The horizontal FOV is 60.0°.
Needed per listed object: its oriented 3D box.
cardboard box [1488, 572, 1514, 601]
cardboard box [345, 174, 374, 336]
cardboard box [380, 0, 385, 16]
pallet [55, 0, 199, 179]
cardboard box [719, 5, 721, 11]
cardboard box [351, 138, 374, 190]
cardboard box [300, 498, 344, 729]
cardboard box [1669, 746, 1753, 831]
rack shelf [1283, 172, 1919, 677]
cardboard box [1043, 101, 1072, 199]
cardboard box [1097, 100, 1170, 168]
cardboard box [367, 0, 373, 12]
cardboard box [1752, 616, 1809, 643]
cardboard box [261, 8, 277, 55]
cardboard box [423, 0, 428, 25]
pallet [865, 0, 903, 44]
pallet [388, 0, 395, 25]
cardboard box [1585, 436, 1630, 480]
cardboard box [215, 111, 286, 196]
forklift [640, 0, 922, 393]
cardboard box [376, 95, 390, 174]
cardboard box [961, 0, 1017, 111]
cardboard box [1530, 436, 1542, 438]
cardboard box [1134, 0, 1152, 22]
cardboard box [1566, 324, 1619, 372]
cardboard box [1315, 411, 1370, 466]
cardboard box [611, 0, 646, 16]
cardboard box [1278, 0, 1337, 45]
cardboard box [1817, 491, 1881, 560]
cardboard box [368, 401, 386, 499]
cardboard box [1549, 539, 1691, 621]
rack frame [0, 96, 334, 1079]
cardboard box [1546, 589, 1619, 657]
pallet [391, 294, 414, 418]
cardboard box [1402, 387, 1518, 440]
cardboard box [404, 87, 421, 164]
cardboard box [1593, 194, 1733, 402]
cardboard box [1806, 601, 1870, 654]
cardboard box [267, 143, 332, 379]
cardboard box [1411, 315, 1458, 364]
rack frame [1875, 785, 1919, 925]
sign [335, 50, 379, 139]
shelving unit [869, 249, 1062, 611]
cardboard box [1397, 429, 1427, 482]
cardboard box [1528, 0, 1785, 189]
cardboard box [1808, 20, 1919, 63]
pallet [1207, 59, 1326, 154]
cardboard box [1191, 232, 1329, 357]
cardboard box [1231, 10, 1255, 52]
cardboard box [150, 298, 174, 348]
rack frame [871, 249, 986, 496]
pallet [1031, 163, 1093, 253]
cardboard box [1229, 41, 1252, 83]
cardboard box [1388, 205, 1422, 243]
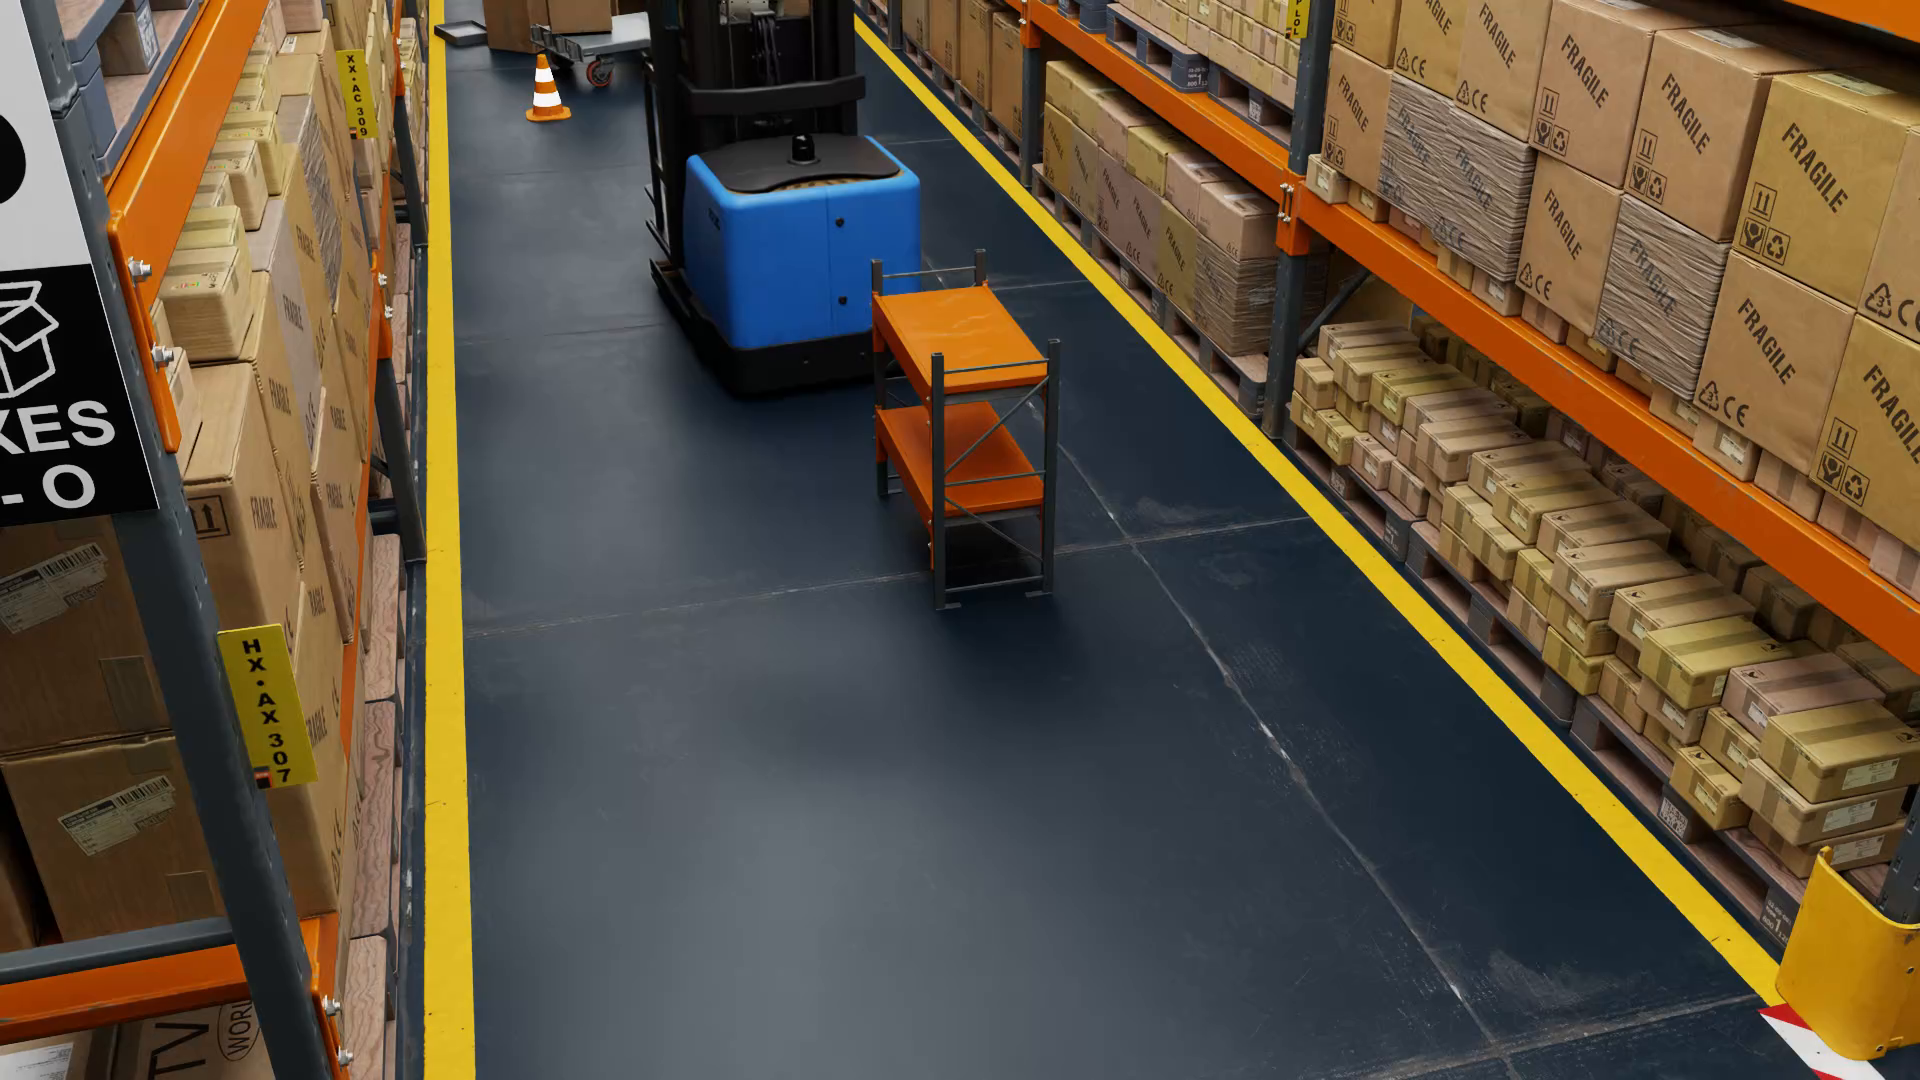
[{"bbox_3d":[2.291,0.136,6.448,0.380,0.149,0.250,-7,31,-12],"label":"cardboard box"},{"bbox_3d":[-2.399,-1.019,5.916,0.500,0.500,0.500,-8,31,-13],"label":"cardboard box"},{"bbox_3d":[-3.457,-3.049,9.174,0.500,0.250,0.500,-8,31,-13],"label":"cardboard box"},{"bbox_3d":[-1.914,-0.851,2.819,1.003,0.211,1.213,-8,31,-13],"label":"pallet"},{"bbox_3d":[-2.378,-5.139,15.863,0.396,0.266,0.258,-3,30,-5],"label":"cardboard box"},{"bbox_3d":[-2.614,-1.567,6.614,0.500,0.250,0.500,-9,31,-15],"label":"cardboard box"},{"bbox_3d":[-1.719,0.212,3.789,0.500,0.500,0.500,-8,31,-14],"label":"cardboard box"},{"bbox_3d":[2.532,0.774,5.345,0.380,0.149,0.250,-7,31,-12],"label":"cardboard box"},{"bbox_3d":[2.508,-0.595,6.003,1.077,0.370,4.000,-8,31,-13],"label":"rack shelf"},{"bbox_3d":[0.857,-2.529,10.701,0.500,0.500,0.500,-9,31,-15],"label":"cardboard box"},{"bbox_3d":[1.119,-2.378,9.692,0.500,0.250,0.500,-8,31,-13],"label":"cardboard box"},{"bbox_3d":[-3.171,-2.871,8.118,0.500,0.500,0.500,-8,31,-13],"label":"cardboard box"},{"bbox_3d":[3.015,0.311,5.848,0.380,0.149,0.250,-7,31,-12],"label":"cardboard box"},{"bbox_3d":[-2.358,-1.553,5.193,0.380,0.149,0.250,-8,31,-13],"label":"cardboard box"},{"bbox_3d":[-4.941,-4.598,14.526,0.500,0.250,0.500,-6,31,-10],"label":"cardboard box"},{"bbox_3d":[-0.273,-4.907,15.518,1.003,0.211,1.213,-8,31,-13],"label":"pallet"},{"bbox_3d":[-4.122,-3.345,10.226,1.213,0.211,1.003,-8,31,-13],"label":"pallet"},{"bbox_3d":[2.739,-0.321,6.643,0.380,0.149,0.250,-9,31,-15],"label":"cardboard box"},{"bbox_3d":[-1.905,-0.953,4.158,0.380,0.149,0.250,-9,31,-14],"label":"cardboard box"},{"bbox_3d":[-1.182,-2.733,9.046,1.130,2.935,3.031,-11,32,-18],"label":"forklift"},{"bbox_3d":[-2.890,-1.848,7.598,0.500,0.250,0.500,-8,31,-14],"label":"cardboard box"},{"bbox_3d":[0.605,-3.741,12.545,1.050,0.750,0.750,-7,31,-13],"label":"cardboard box"},{"bbox_3d":[2.511,-0.449,7.162,0.380,0.149,0.250,-8,31,-13],"label":"cardboard box"},{"bbox_3d":[1.193,-2.995,9.261,0.380,0.149,0.250,-7,31,-13],"label":"cardboard box"},{"bbox_3d":[2.337,-0.712,5.736,0.380,0.149,0.250,-7,31,-12],"label":"cardboard box"},{"bbox_3d":[1.834,-0.474,7.500,0.380,0.149,0.250,-7,31,-12],"label":"cardboard box"},{"bbox_3d":[-2.790,-4.978,15.212,0.797,0.637,0.503,-8,31,-13],"label":"cardboard box"},{"bbox_3d":[1.682,-2.371,7.590,0.380,0.149,0.250,-6,31,-11],"label":"cardboard box"},{"bbox_3d":[2.650,-0.077,4.640,0.380,0.149,0.250,-8,31,-13],"label":"cardboard box"},{"bbox_3d":[-3.010,-0.717,7.196,0.875,0.875,0.875,-7,31,-12],"label":"cardboard box"},{"bbox_3d":[2.319,0.139,5.849,0.380,0.149,0.250,-7,31,-11],"label":"cardboard box"},{"bbox_3d":[-1.707,0.766,2.932,1.000,3.000,0.127,-8,31,-13],"label":"rack frame"},{"bbox_3d":[2.334,0.266,5.925,0.380,0.149,0.250,-7,31,-13],"label":"cardboard box"},{"bbox_3d":[-3.373,-0.912,8.615,1.003,0.211,1.213,-8,31,-13],"label":"pallet"},{"bbox_3d":[2.091,-0.505,6.961,0.380,0.149,0.250,-9,31,-15],"label":"cardboard box"},{"bbox_3d":[-4.174,-2.772,11.248,0.950,0.372,0.625,-8,31,-14],"label":"cardboard box"},{"bbox_3d":[2.396,-0.789,5.222,0.500,0.500,0.500,-8,31,-13],"label":"cardboard box"},{"bbox_3d":[3.095,0.300,5.571,0.380,0.149,0.250,-8,31,-13],"label":"cardboard box"},{"bbox_3d":[-1.981,-0.717,4.396,0.500,0.500,0.500,-8,31,-13],"label":"cardboard box"},{"bbox_3d":[2.322,-0.941,7.714,0.380,0.149,0.250,-7,31,-12],"label":"cardboard box"},{"bbox_3d":[3.039,0.059,4.153,1.000,3.000,0.127,-8,31,-13],"label":"rack frame"},{"bbox_3d":[-2.234,-1.649,6.162,0.100,0.325,0.005,-8,31,-13],"label":"sign"},{"bbox_3d":[0.002,-0.484,6.963,0.538,1.125,1.048,-8,31,-13],"label":"shelving unit"},{"bbox_3d":[2.087,-0.378,7.038,0.380,0.149,0.250,-9,31,-16],"label":"cardboard box"},{"bbox_3d":[2.253,-1.483,5.423,0.500,0.500,0.500,-9,31,-15],"label":"cardboard box"},{"bbox_3d":[2.919,-1.295,5.098,0.500,0.500,0.500,-9,31,-14],"label":"cardboard box"},{"bbox_3d":[1.914,-2.178,8.210,1.003,0.211,1.213,-8,31,-13],"label":"pallet"},{"bbox_3d":[1.538,-1.297,8.572,0.500,0.500,0.500,-8,31,-14],"label":"cardboard box"},{"bbox_3d":[1.547,-2.488,8.088,0.380,0.149,0.250,-7,31,-11],"label":"cardboard box"},{"bbox_3d":[-1.672,-0.316,3.056,0.380,0.149,0.250,-7,31,-12],"label":"cardboard box"},{"bbox_3d":[-0.133,-0.729,7.387,0.500,1.125,0.032,-8,31,-13],"label":"rack frame"},{"bbox_3d":[1.121,-2.220,10.875,1.003,0.211,1.213,-8,31,-13],"label":"pallet"},{"bbox_3d":[1.547,-2.357,8.160,0.380,0.149,0.250,-8,31,-13],"label":"cardboard box"},{"bbox_3d":[1.998,-1.347,6.834,0.380,0.149,0.250,-9,31,-15],"label":"cardboard box"}]
